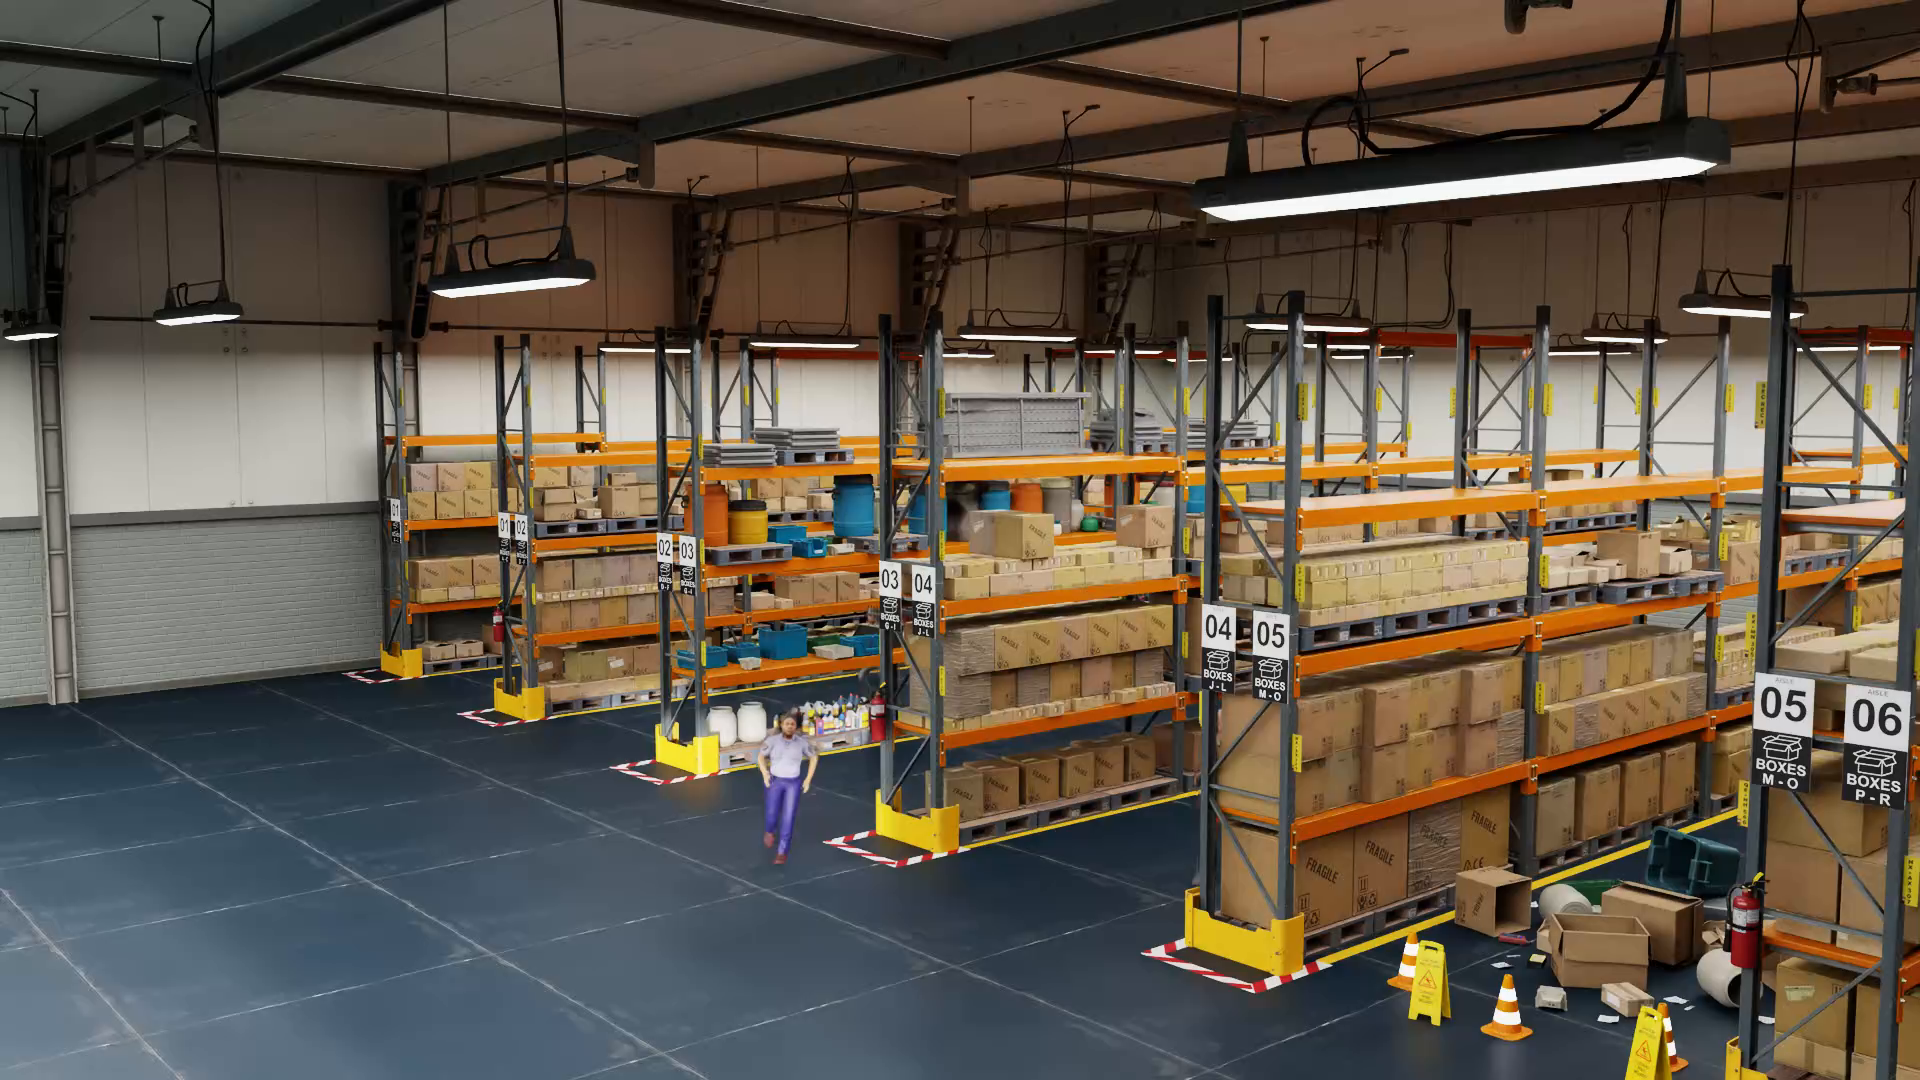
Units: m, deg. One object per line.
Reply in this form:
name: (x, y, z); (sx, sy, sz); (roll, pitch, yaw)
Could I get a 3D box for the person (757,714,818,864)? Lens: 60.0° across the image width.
person: (-1.898, 2.705, 18.341); (0.661, 1.607, 0.692); (0, 5, -5)

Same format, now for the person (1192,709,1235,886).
person: (2.744, 2.678, 17.540); (0.682, 1.823, 0.876); (4, 6, 35)

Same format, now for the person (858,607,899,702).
person: (-1.329, 1.916, 26.689); (0.529, 1.725, 0.829); (5, 7, 44)
